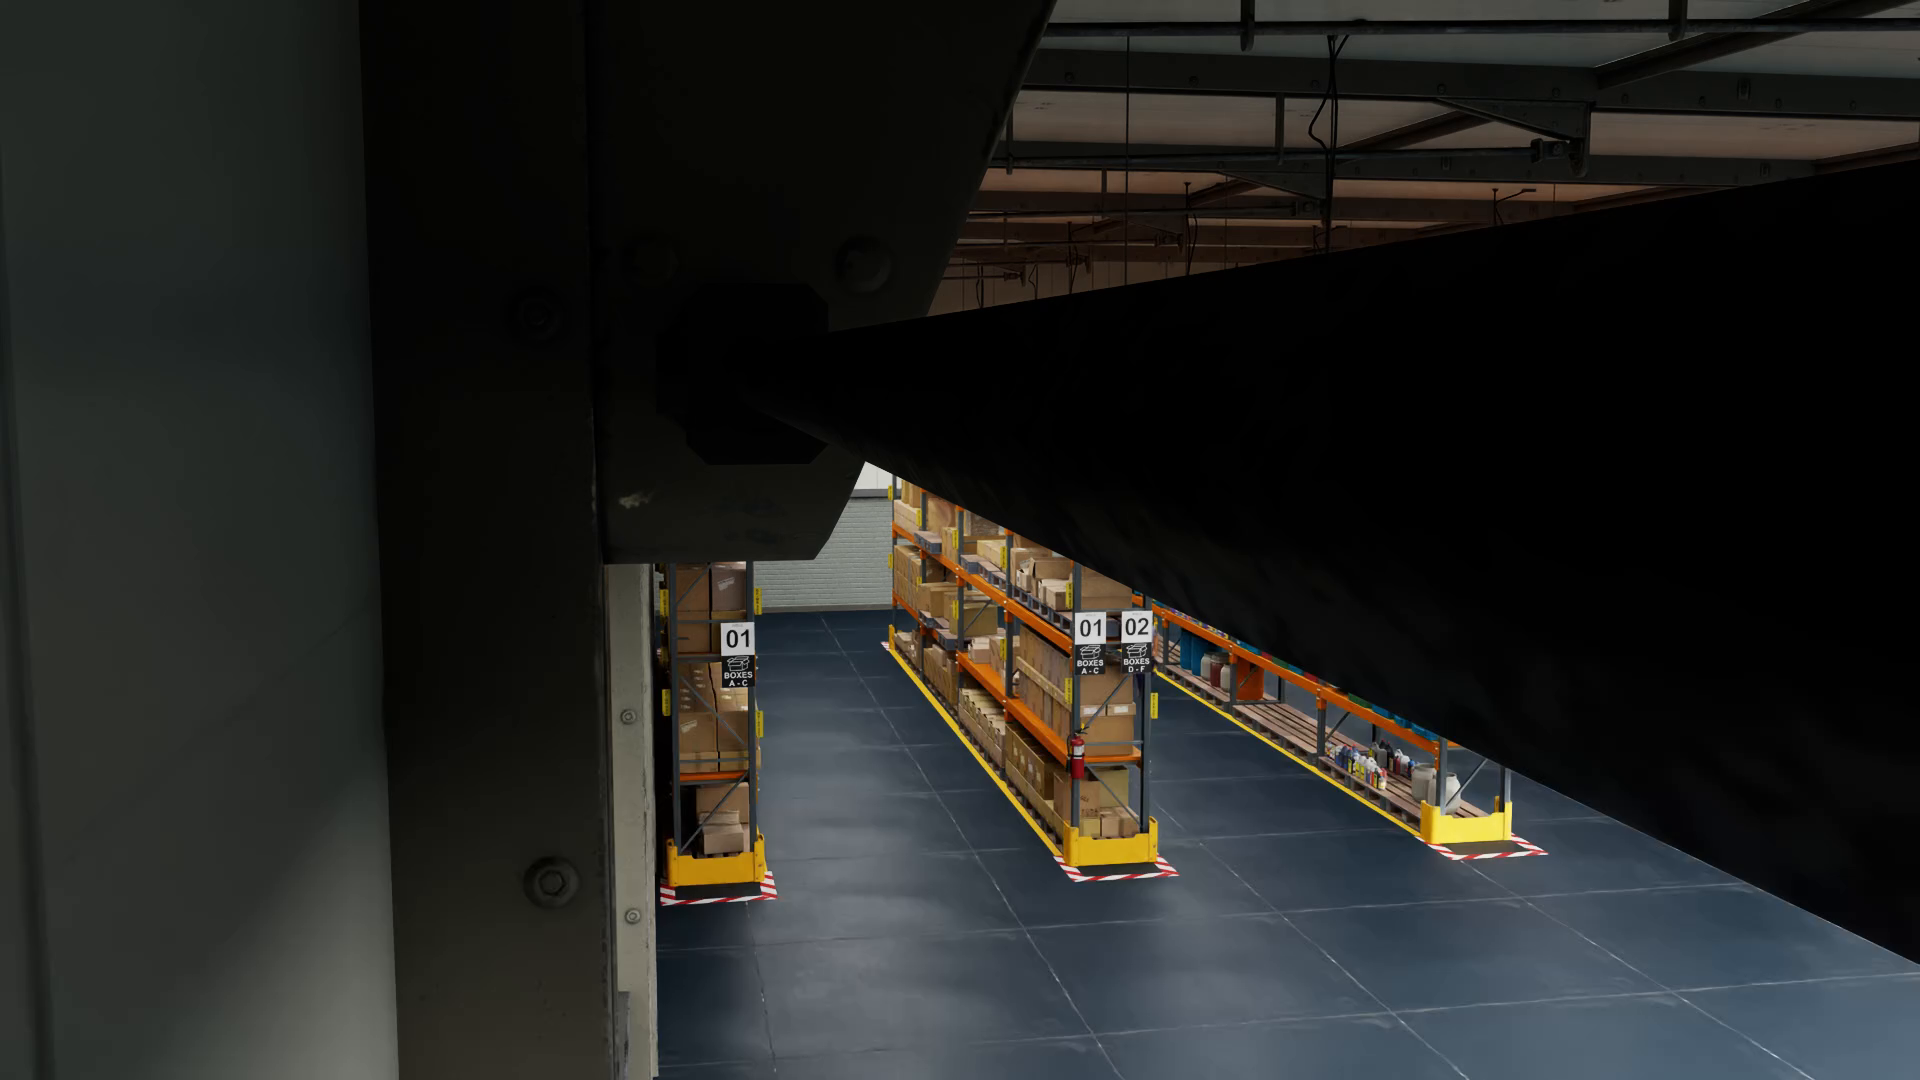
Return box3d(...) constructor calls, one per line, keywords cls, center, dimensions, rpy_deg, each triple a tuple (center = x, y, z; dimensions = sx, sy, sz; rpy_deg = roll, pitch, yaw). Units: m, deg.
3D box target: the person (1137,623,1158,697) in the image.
box3d(cls="person", center=(3.478, 2.136, 31.421), dimensions=(0.540, 1.670, 0.444), rpy_deg=(2, 6, 15))
